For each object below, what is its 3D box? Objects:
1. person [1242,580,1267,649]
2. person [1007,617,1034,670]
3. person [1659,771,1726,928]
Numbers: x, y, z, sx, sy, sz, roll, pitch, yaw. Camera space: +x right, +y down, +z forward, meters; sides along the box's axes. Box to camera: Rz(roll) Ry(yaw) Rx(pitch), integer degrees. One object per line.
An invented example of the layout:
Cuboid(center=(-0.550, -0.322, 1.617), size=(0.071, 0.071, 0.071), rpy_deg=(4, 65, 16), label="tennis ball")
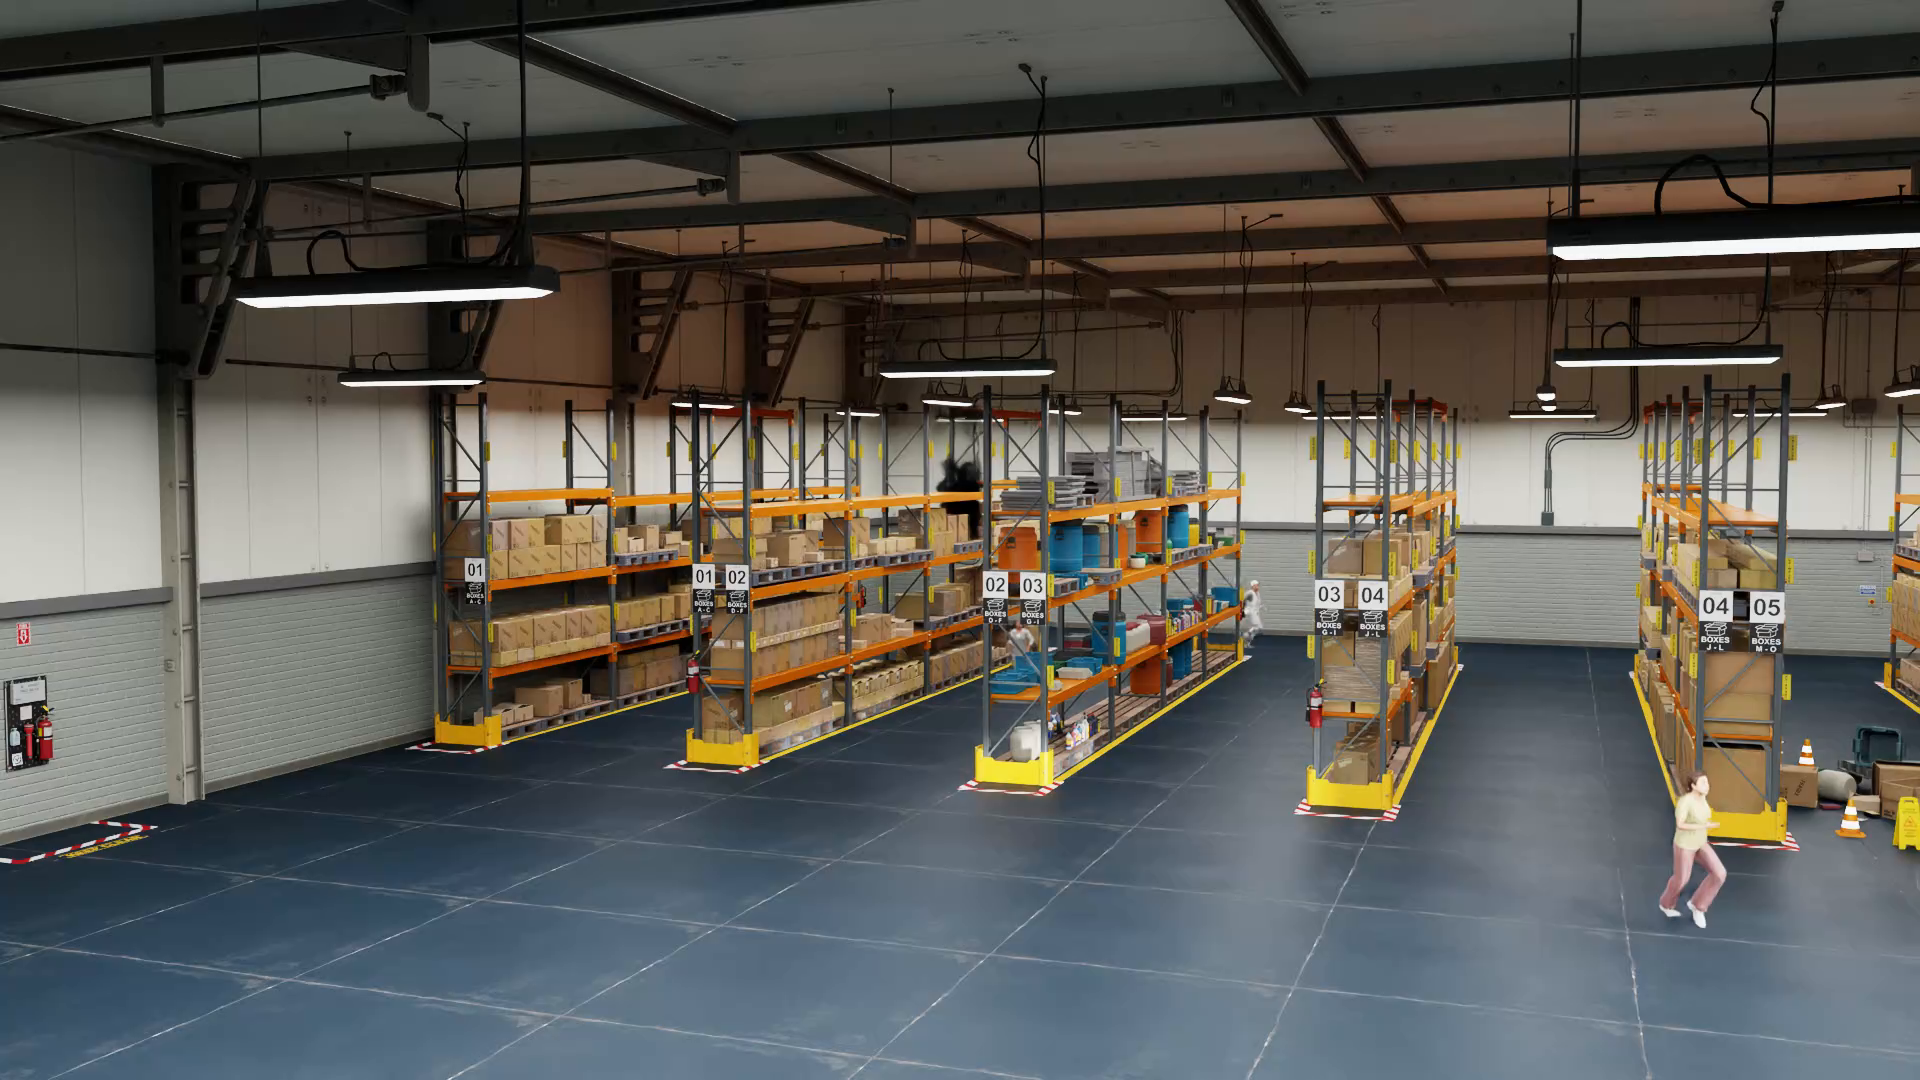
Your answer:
Cuboid(center=(7.478, 1.886, 42.164), size=(0.562, 1.736, 0.662), rpy_deg=(2, 4, 34), label="person")
Cuboid(center=(1.212, 2.446, 33.992), size=(0.514, 1.531, 0.653), rpy_deg=(1, 3, 14), label="person")
Cuboid(center=(7.691, 3.231, 17.511), size=(0.604, 1.651, 0.780), rpy_deg=(-2, 3, -28), label="person")
